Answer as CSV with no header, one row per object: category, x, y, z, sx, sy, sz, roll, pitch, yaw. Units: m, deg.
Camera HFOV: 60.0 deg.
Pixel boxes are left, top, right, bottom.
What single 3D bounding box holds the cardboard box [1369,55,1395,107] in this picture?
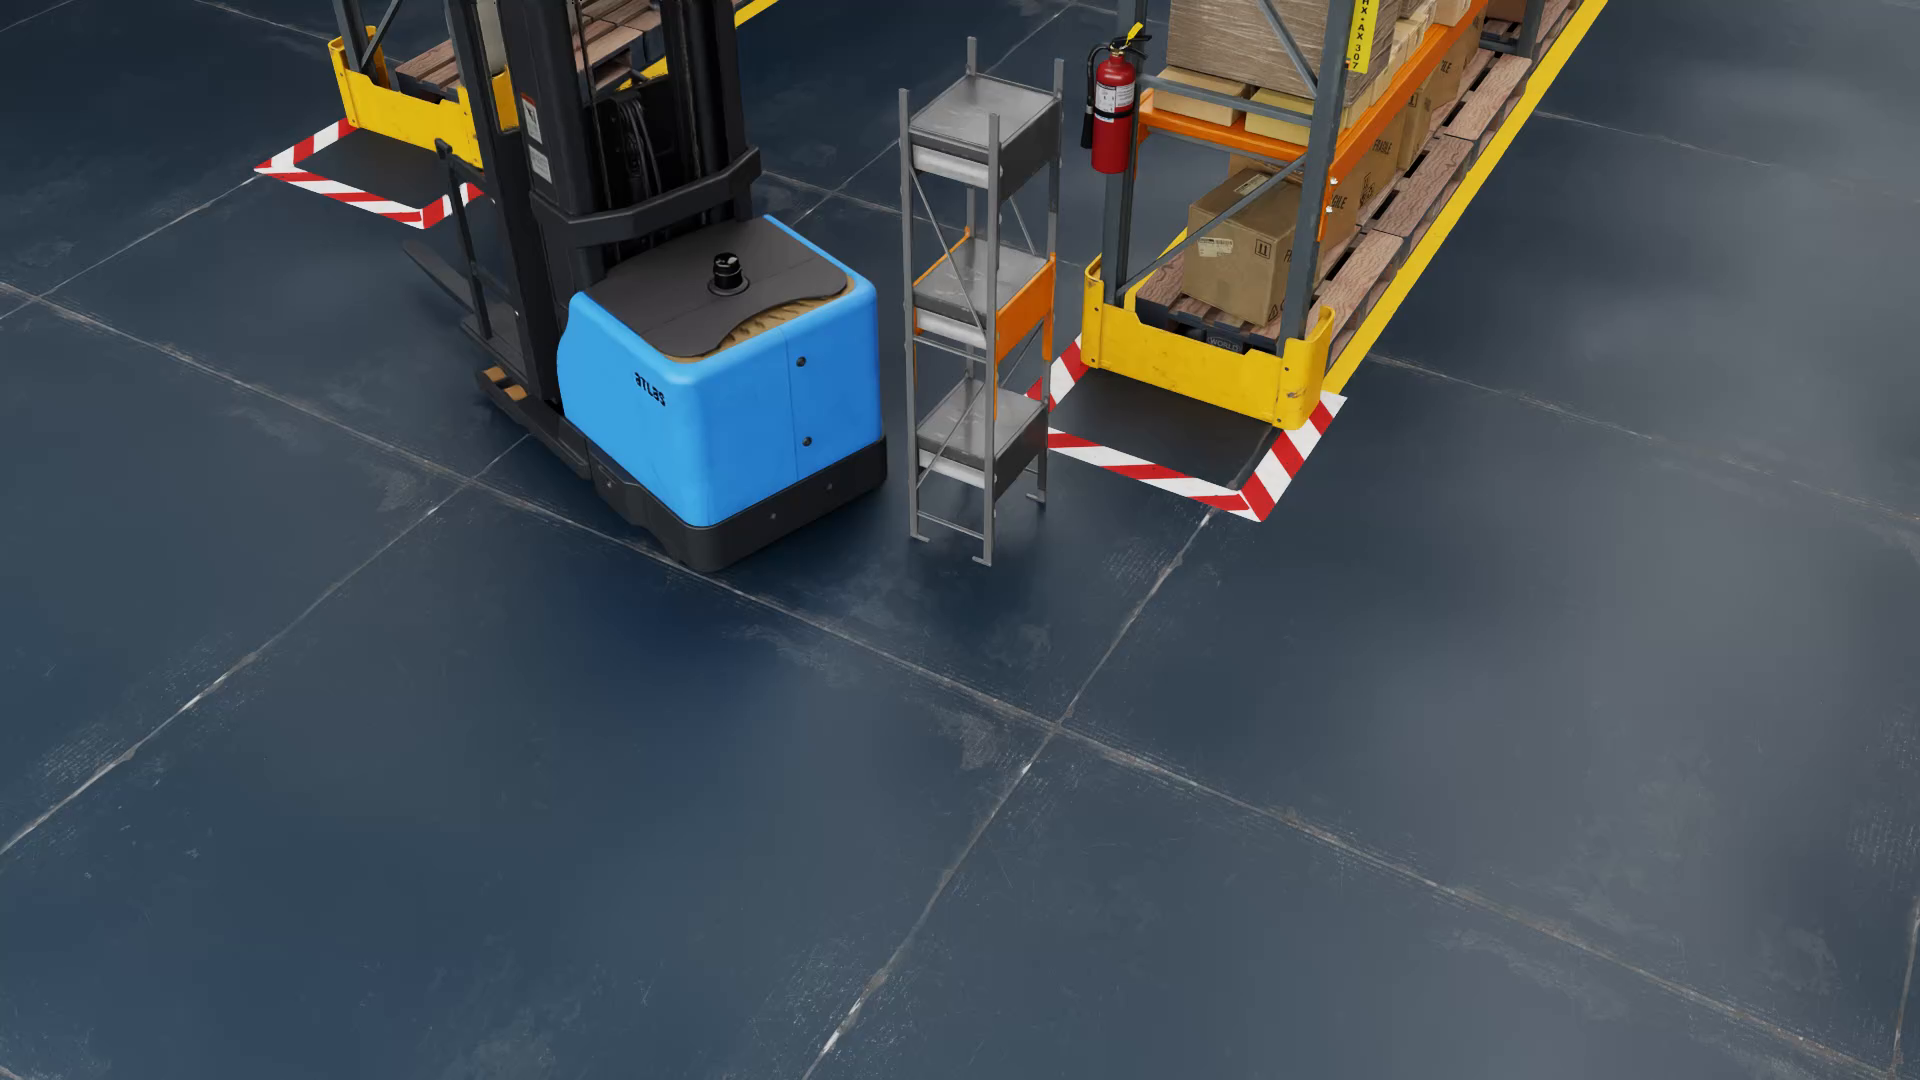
cardboard box,1.757,-2.139,7.600,0.380,0.149,0.250,21,45,22

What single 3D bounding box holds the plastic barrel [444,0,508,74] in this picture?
plastic barrel,-2.897,-3.138,10.109,0.421,0.512,0.421,0,41,0

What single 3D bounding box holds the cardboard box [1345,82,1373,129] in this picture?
cardboard box,1.619,-2.001,7.443,0.380,0.149,0.250,21,45,22

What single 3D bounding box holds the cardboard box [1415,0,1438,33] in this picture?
cardboard box,2.097,-2.582,8.102,0.380,0.149,0.250,21,45,22

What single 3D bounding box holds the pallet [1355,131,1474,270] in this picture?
pallet,2.214,-2.020,9.384,1.003,0.211,1.213,21,45,22

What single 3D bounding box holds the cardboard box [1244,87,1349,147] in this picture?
cardboard box,1.477,-1.865,7.288,0.380,0.149,0.250,21,45,22

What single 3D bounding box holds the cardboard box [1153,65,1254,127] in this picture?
cardboard box,1.092,-2.012,7.455,0.380,0.149,0.250,21,45,22

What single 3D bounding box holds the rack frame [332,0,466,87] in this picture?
rack frame,-3.160,-3.513,8.969,1.000,3.000,0.127,21,45,22

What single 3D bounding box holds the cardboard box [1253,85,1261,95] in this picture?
cardboard box,1.217,-2.154,7.617,0.380,0.149,0.250,21,45,22

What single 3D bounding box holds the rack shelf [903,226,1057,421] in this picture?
rack shelf,0.083,-0.872,6.673,0.431,0.518,0.480,21,45,22

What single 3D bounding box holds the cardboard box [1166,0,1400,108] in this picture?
cardboard box,1.427,-2.329,7.325,0.875,0.500,0.500,21,45,22

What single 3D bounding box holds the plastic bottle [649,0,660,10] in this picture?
plastic bottle,-1.983,-3.588,10.786,0.097,0.271,0.097,0,41,0

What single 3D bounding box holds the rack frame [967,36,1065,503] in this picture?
rack frame,0.205,-1.022,6.822,0.400,2.100,0.015,21,45,22

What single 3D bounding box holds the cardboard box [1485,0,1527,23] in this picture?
cardboard box,3.455,-3.735,10.780,0.700,0.500,0.500,18,44,19

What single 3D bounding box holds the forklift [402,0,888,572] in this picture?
forklift,-1.669,-1.865,7.151,1.130,2.935,3.031,-30,49,-29

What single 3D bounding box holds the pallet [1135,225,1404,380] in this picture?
pallet,1.603,-1.325,8.595,1.003,0.211,1.213,21,45,22

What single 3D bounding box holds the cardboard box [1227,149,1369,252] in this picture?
cardboard box,1.724,-1.799,8.597,0.500,0.500,0.500,-33,51,-32

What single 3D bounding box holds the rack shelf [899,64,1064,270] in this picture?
rack shelf,0.083,-1.398,6.210,0.431,0.518,0.480,21,45,22

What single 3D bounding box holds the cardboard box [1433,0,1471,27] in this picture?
cardboard box,2.311,-2.691,8.226,0.380,0.149,0.250,21,45,22

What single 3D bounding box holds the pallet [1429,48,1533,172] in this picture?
pallet,2.824,-2.721,10.180,1.003,0.211,1.213,21,45,22

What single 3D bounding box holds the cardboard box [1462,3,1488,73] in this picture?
cardboard box,2.895,-3.167,10.151,0.500,0.500,0.500,20,45,21

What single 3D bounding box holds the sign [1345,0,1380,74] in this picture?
sign,1.598,-2.020,6.619,0.100,0.325,0.005,21,45,22

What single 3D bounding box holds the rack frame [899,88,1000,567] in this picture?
rack frame,-0.039,-0.743,6.505,0.400,2.100,0.015,21,45,22

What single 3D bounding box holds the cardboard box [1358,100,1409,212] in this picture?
cardboard box,2.054,-2.151,8.997,0.500,0.500,0.500,25,47,26

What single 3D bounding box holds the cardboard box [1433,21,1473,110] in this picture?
cardboard box,2.615,-2.837,9.776,0.500,0.500,0.500,-30,50,-30

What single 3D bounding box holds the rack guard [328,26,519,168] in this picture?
rack guard,-3.163,-2.634,9.862,1.175,0.500,0.348,21,45,22

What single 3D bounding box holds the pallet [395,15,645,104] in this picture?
pallet,-2.752,-2.988,10.484,1.003,0.211,1.213,21,45,22

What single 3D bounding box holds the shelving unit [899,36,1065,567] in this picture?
shelving unit,0.083,-0.883,6.664,0.431,2.100,0.503,21,45,22

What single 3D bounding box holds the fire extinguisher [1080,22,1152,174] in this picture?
fire extinguisher,0.672,-1.932,7.233,0.296,0.674,0.183,21,45,22

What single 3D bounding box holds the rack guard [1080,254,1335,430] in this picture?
rack guard,1.166,-0.980,7.985,1.175,0.500,0.348,21,45,22

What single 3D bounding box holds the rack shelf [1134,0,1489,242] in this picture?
rack shelf,2.129,-2.749,8.646,1.077,0.370,4.000,21,45,22

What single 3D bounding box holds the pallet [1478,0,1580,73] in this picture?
pallet,3.518,-3.563,11.136,1.003,0.211,1.213,21,45,22

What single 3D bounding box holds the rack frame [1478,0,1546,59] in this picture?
rack frame,3.129,-4.163,9.708,1.000,3.000,0.127,21,45,22

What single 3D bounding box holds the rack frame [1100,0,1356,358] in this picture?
rack frame,1.128,-1.875,7.109,1.000,3.000,0.127,21,45,22

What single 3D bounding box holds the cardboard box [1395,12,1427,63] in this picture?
cardboard box,1.995,-2.430,7.930,0.380,0.149,0.250,21,45,22

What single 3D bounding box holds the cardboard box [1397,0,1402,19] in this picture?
cardboard box,1.573,-2.655,7.695,0.875,0.500,0.500,21,45,22

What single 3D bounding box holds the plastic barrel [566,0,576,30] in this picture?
plastic barrel,-2.646,-3.425,10.435,0.421,0.512,0.421,0,41,0

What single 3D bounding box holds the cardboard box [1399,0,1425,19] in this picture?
cardboard box,1.861,-2.927,8.003,0.875,0.500,0.500,21,45,22

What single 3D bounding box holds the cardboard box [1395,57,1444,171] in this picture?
cardboard box,2.372,-2.456,9.343,0.500,0.500,0.500,17,44,18

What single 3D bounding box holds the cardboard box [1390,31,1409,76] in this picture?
cardboard box,1.864,-2.289,7.770,0.380,0.149,0.250,21,45,22

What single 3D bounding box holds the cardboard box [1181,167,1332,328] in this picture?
cardboard box,1.455,-1.446,8.196,0.500,0.500,0.500,30,49,29

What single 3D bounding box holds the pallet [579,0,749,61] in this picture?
pallet,-2.141,-3.684,11.273,1.003,0.211,1.213,21,45,22

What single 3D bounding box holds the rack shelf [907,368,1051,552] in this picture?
rack shelf,0.083,-0.347,7.135,0.431,0.518,0.480,21,45,22

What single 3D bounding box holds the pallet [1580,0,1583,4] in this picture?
pallet,4.127,-4.264,11.932,1.003,0.211,1.213,21,45,22
